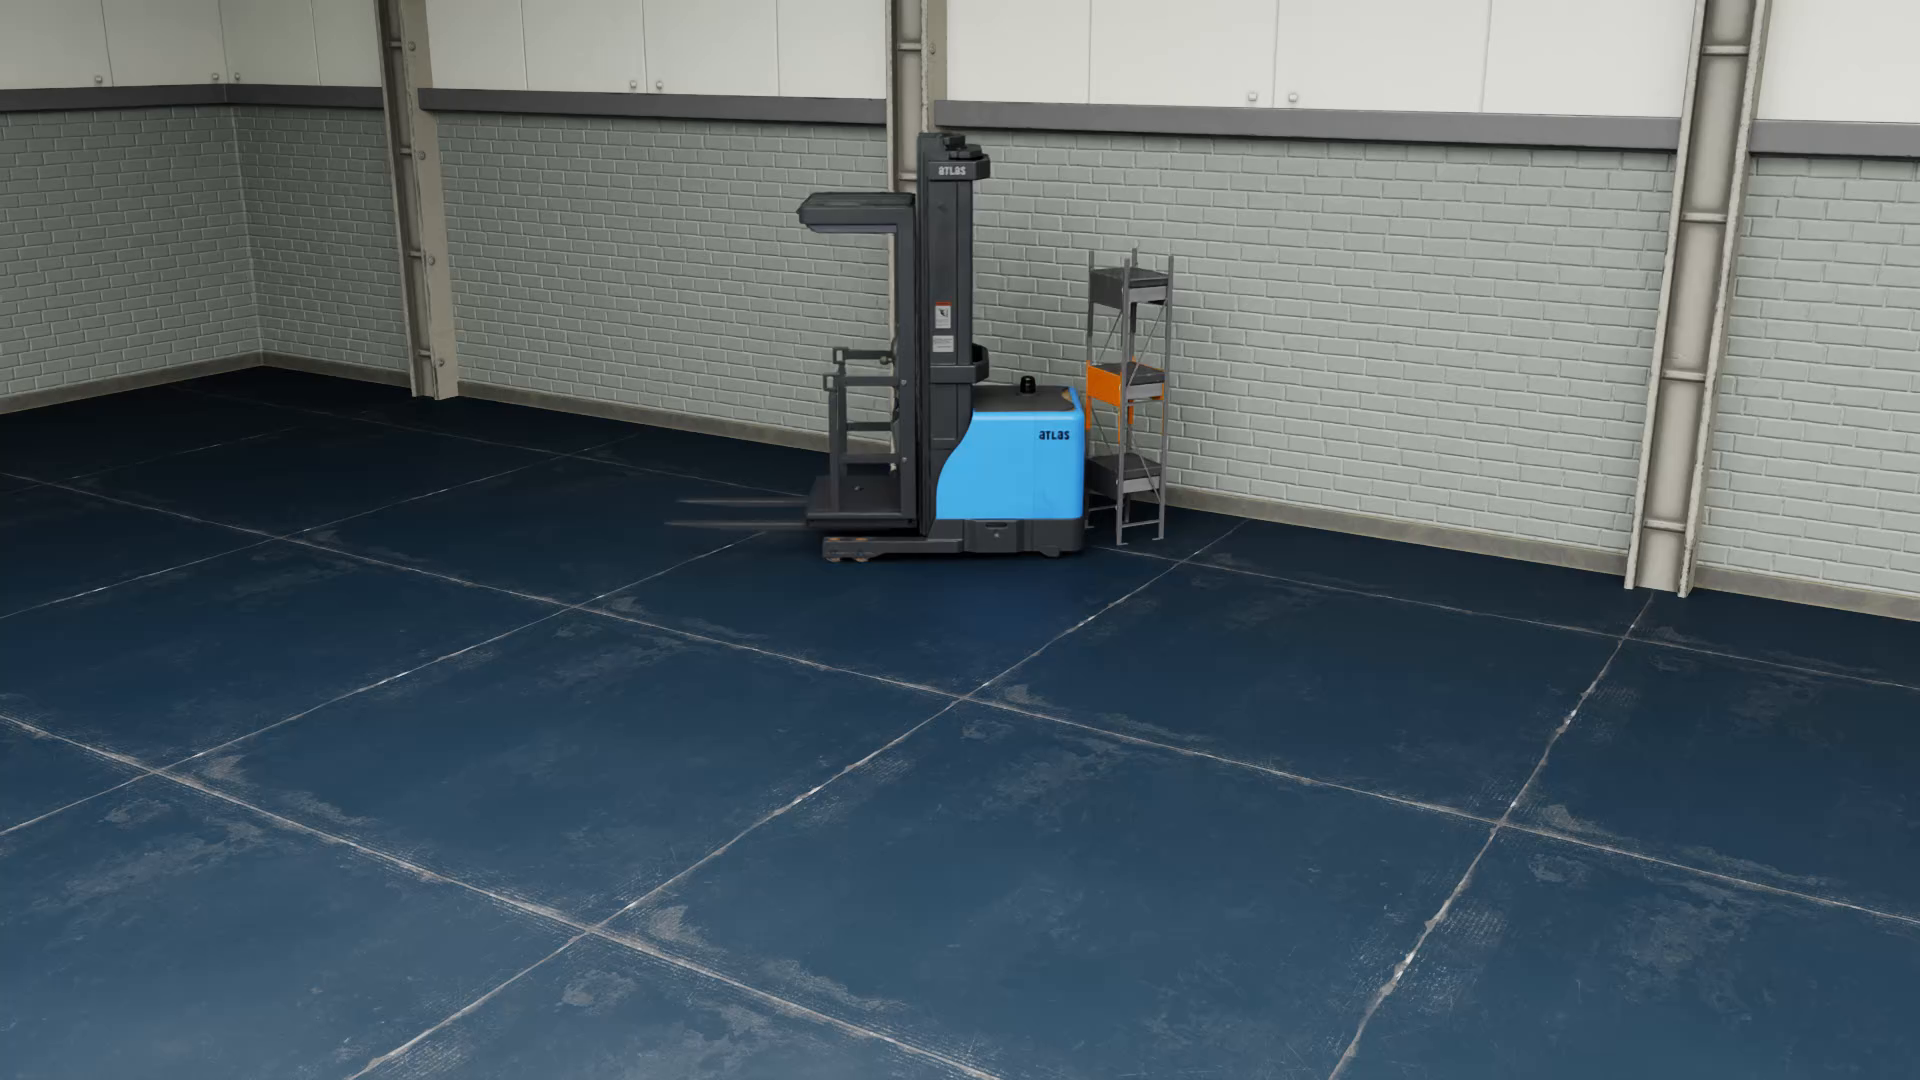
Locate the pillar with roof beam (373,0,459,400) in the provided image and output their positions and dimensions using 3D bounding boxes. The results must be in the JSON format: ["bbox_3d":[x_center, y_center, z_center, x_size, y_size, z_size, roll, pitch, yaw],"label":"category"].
[{"bbox_3d":[-7.715,-4.747,12.527,0.400,9.000,9.100,10,20,30],"label":"pillar with roof beam"}]

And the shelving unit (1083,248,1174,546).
[{"bbox_3d":[1.227,-1.052,12.231,0.431,2.100,0.503,-8,19,-25],"label":"shelving unit"}]

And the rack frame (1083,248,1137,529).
[{"bbox_3d":[1.119,-1.115,12.441,0.400,2.100,0.015,-8,19,-25],"label":"rack frame"}]

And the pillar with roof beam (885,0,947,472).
[{"bbox_3d":[-2.602,-3.835,9.522,0.400,9.000,9.100,10,20,30],"label":"pillar with roof beam"}]

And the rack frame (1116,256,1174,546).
[{"bbox_3d":[1.334,-0.988,12.021,0.400,2.100,0.015,-8,19,-25],"label":"rack frame"}]

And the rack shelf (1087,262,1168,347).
[{"bbox_3d":[1.227,-1.708,12.032,0.431,0.518,0.480,-8,19,-25],"label":"rack shelf"}]

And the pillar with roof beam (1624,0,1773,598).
[{"bbox_3d":[2.510,-2.922,6.518,0.400,9.000,9.100,10,20,30],"label":"pillar with roof beam"}]

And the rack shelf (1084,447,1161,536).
[{"bbox_3d":[1.227,-0.369,12.438,0.431,0.518,0.480,-8,19,-25],"label":"rack shelf"}]

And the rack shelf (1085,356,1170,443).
[{"bbox_3d":[1.227,-1.039,12.235,0.431,0.518,0.480,-8,19,-25],"label":"rack shelf"}]

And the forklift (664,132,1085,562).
[{"bbox_3d":[-0.623,-1.403,11.955,3.031,2.935,1.130,0,17,0],"label":"forklift"}]
